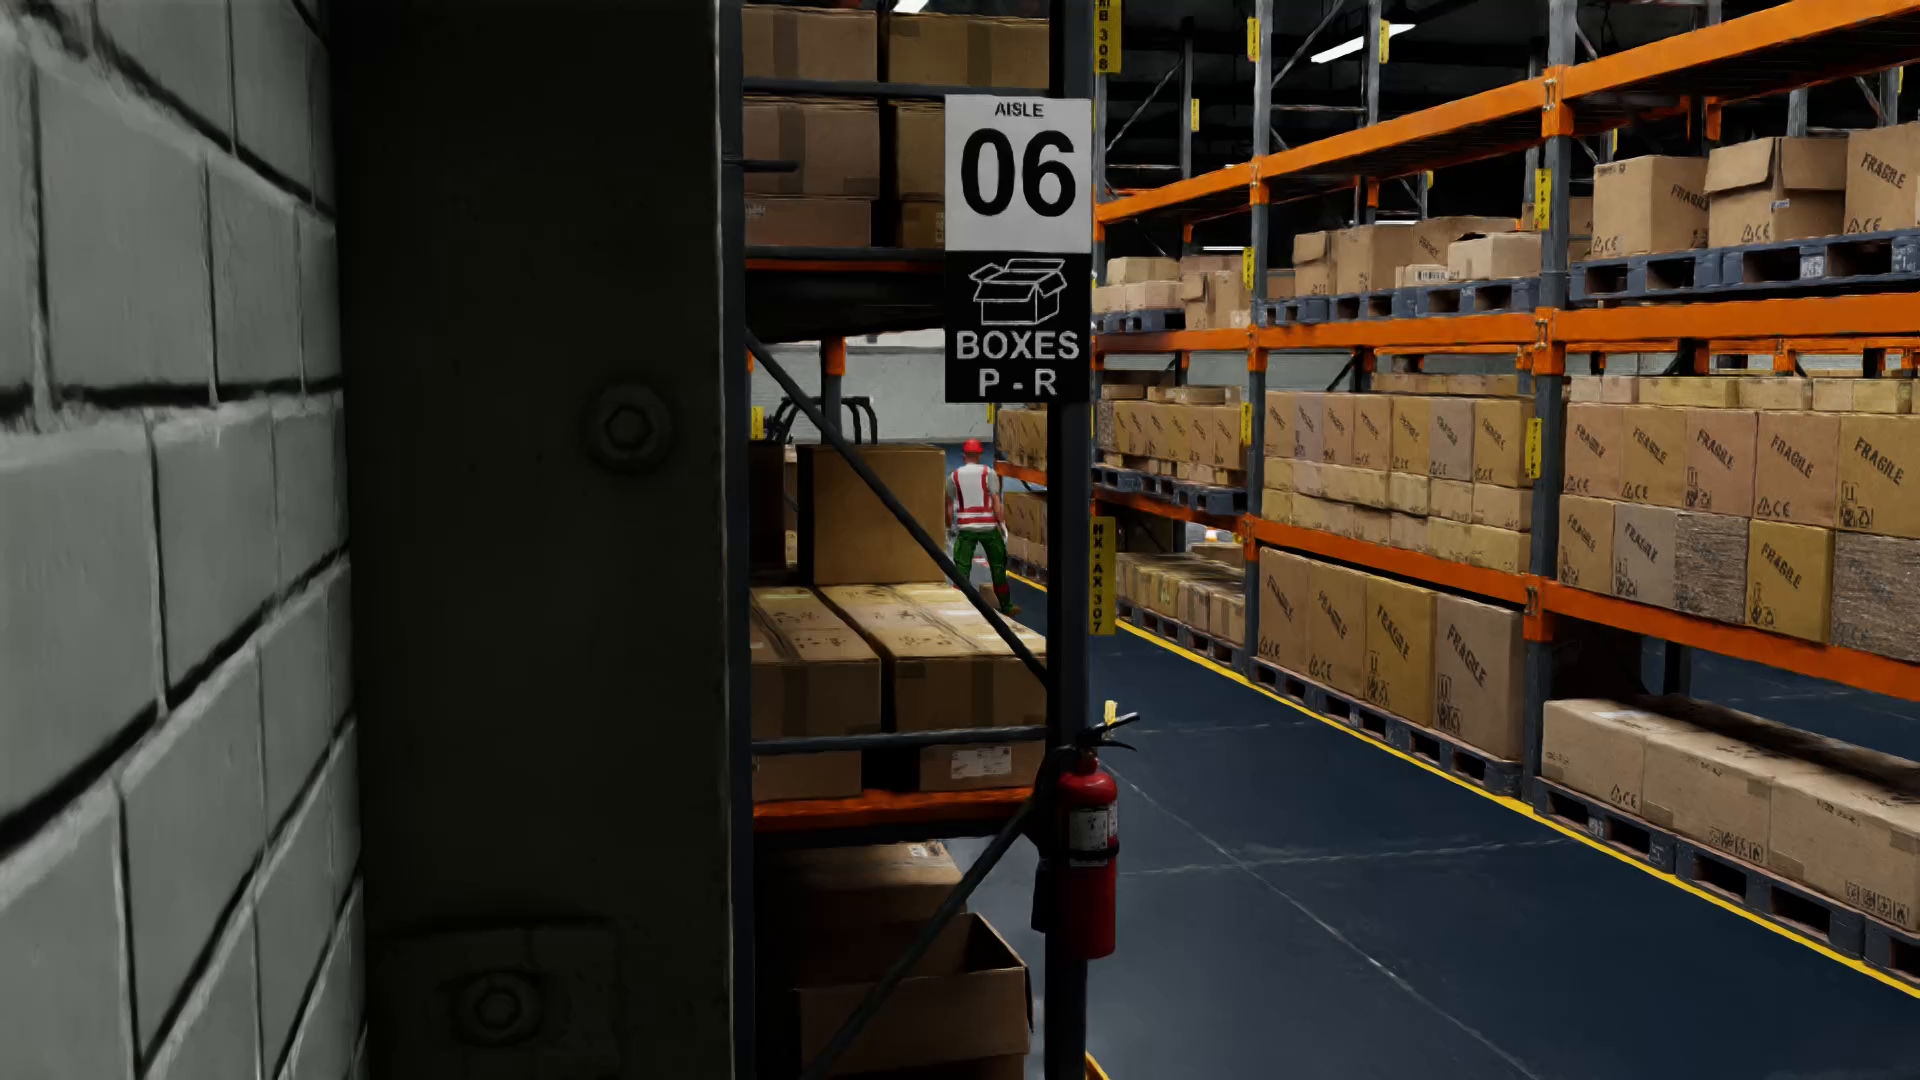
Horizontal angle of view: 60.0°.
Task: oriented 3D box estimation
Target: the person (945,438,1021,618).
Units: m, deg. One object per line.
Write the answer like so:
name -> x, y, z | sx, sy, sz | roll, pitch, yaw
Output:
person -> 0.209, -0.110, 16.237 | 0.715, 1.769, 0.631 | 1, 6, 12
